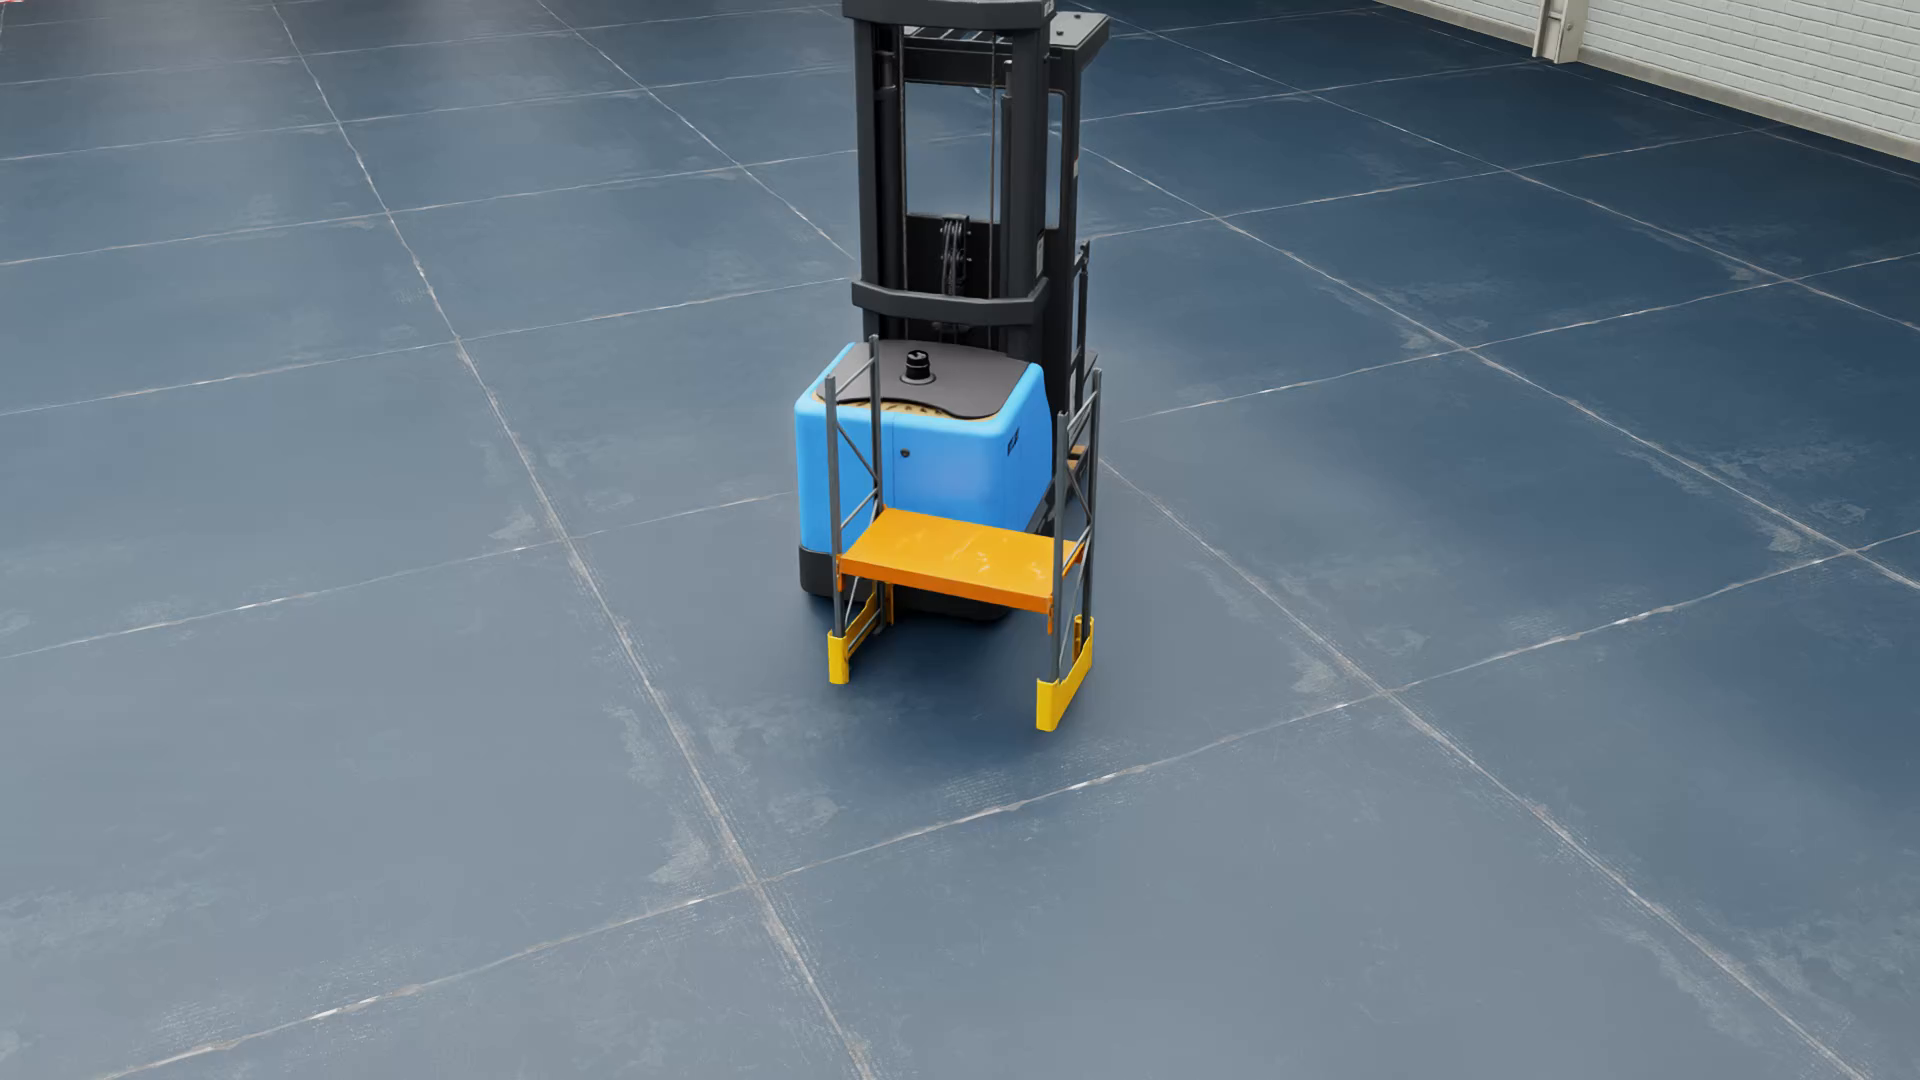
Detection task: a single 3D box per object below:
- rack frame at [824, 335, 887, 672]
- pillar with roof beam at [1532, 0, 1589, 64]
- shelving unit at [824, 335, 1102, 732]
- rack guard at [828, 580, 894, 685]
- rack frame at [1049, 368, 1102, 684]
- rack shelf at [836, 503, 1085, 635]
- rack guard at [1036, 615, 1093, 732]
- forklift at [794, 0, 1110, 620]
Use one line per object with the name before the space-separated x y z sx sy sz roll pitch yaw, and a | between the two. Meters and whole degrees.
rack frame | -0.459 -0.130 7.449 0.032 1.500 0.500 11 31 18
pillar with roof beam | 2.590 -8.264 14.287 9.100 9.000 0.400 -13 32 -22
shelving unit | 0.007 -0.042 7.292 1.083 1.500 0.587 11 31 18
rack guard | -0.458 0.415 7.754 0.087 0.250 0.587 11 31 18
rack frame | 0.489 0.049 7.129 0.032 1.500 0.500 11 31 18
rack shelf | 0.015 0.116 7.377 1.000 0.185 0.538 11 31 18
rack guard | 0.471 0.591 7.441 0.087 0.250 0.587 11 31 18
forklift | 0.112 -1.604 8.614 1.130 2.935 3.031 8 30 14
